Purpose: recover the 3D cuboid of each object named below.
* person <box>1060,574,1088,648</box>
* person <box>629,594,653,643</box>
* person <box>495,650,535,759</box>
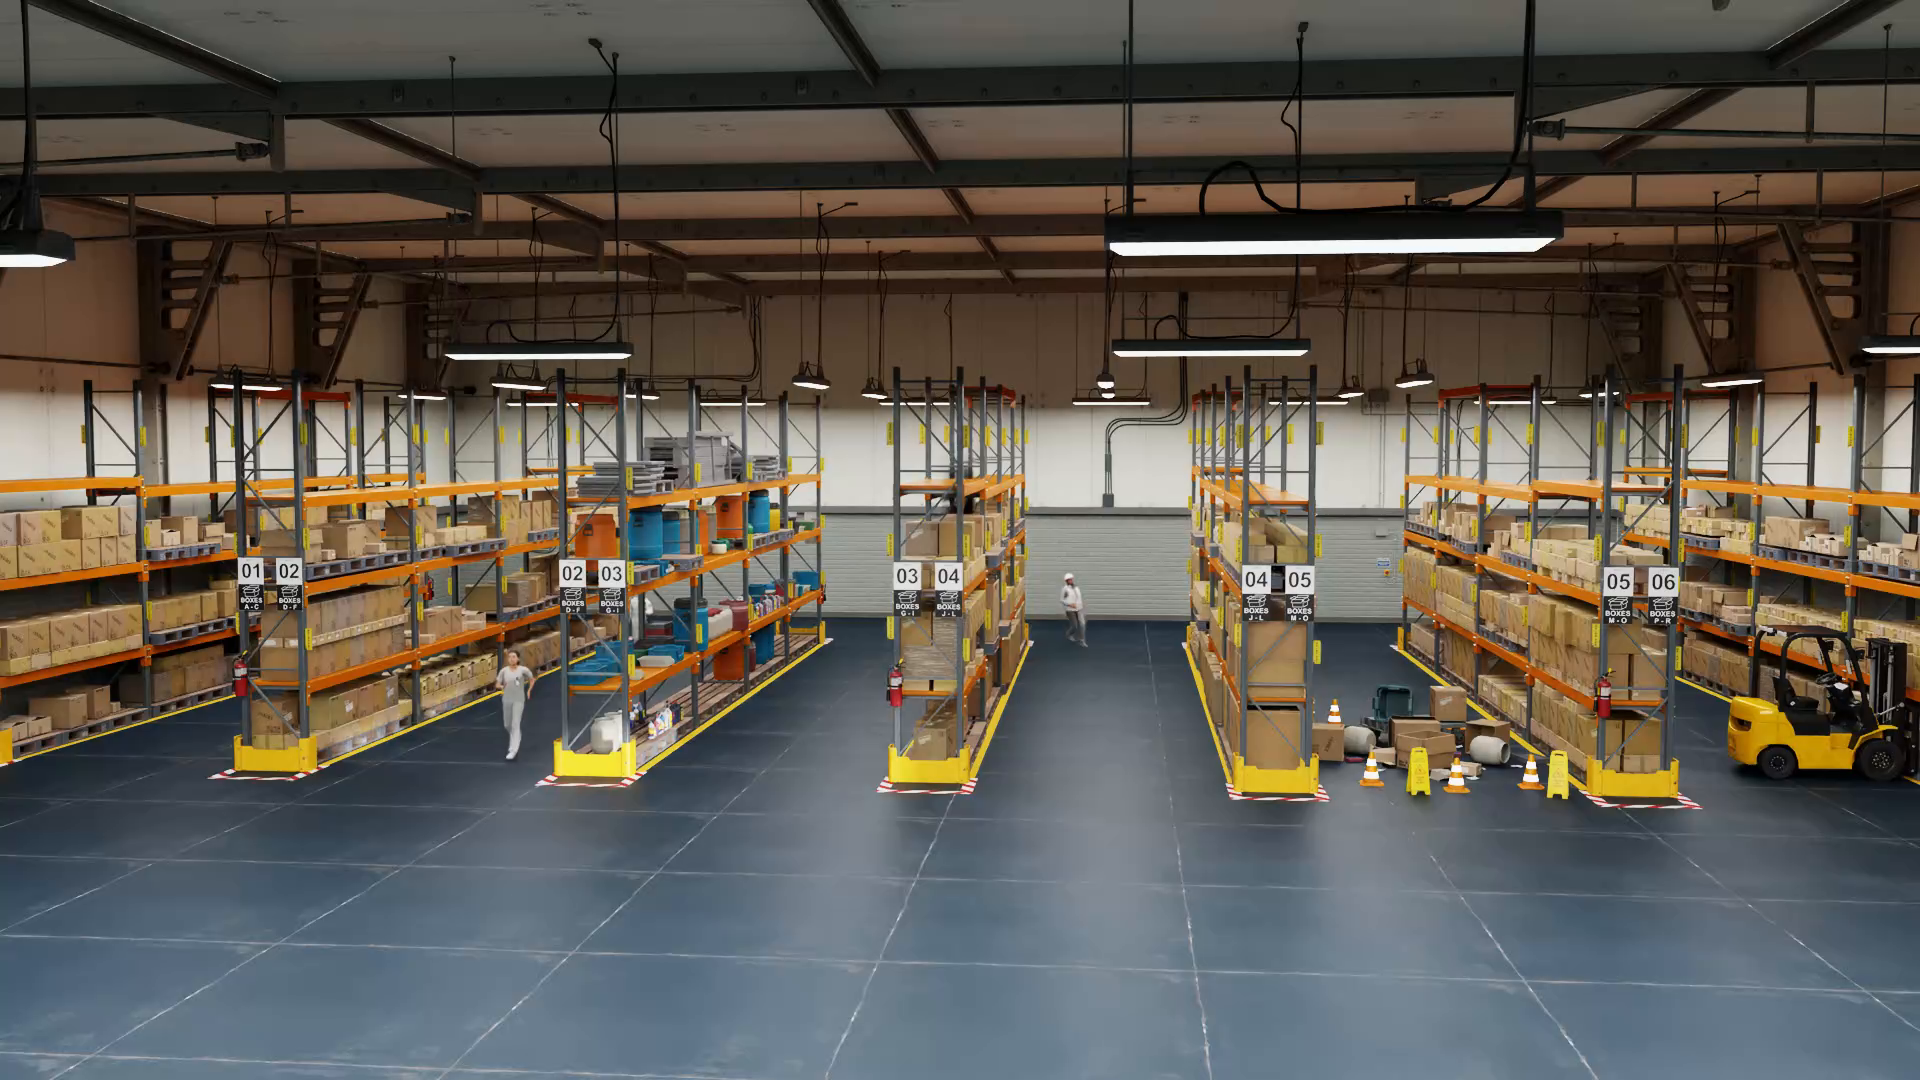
[{"bbox_3d":[2.706,1.676,39.687,0.698,1.753,0.790,-2,4,-31],"label":"person"},{"bbox_3d":[-7.067,1.849,36.747,0.600,1.699,0.926,0,4,-1],"label":"person"},{"bbox_3d":[-6.963,2.534,25.994,0.569,1.647,0.963,0,4,1],"label":"person"}]
